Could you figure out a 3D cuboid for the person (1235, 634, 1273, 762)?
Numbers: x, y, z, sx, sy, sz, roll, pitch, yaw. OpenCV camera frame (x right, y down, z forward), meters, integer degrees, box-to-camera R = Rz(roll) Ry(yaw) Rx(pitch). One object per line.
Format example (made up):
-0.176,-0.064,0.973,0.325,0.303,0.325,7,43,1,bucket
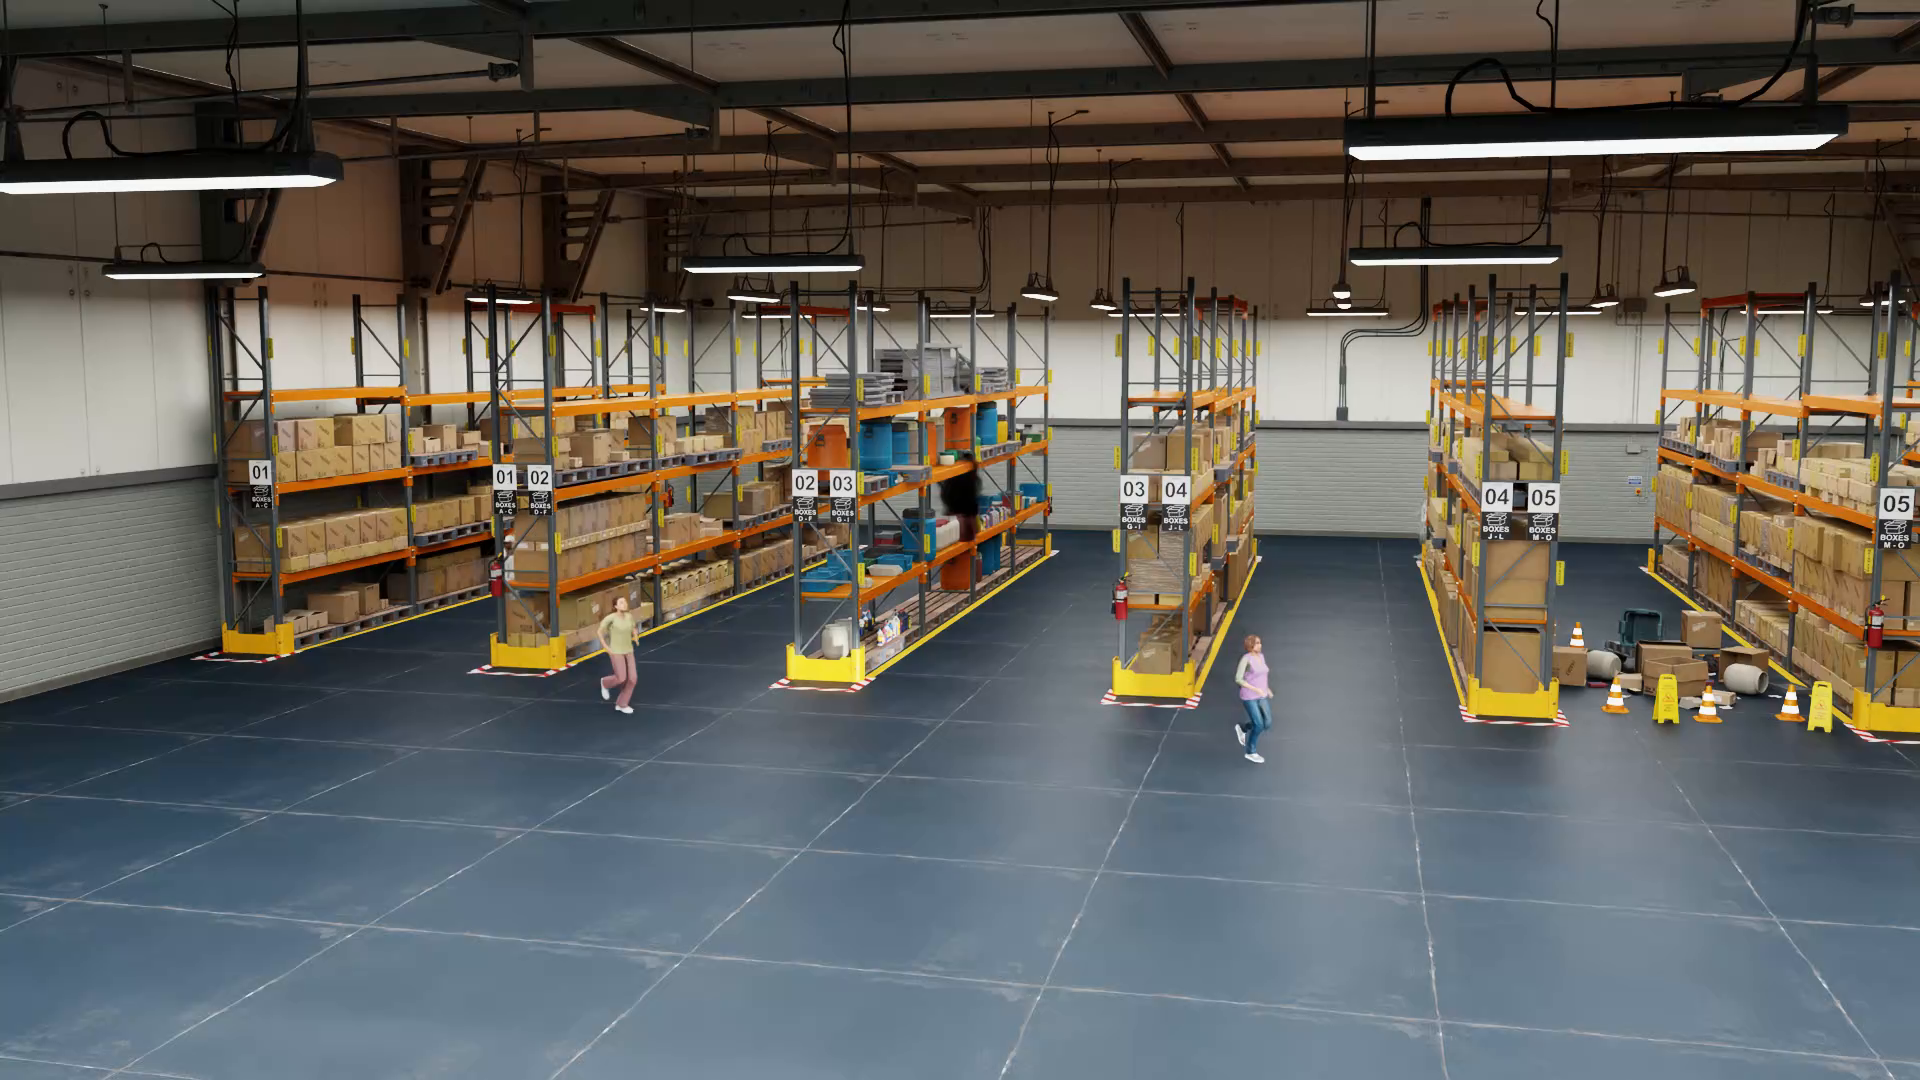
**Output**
3.552,1.920,20.268,0.541,1.560,0.549,-6,9,-43,person

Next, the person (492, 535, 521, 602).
-7.881,0.782,29.235,0.707,1.745,0.877,0,7,-2,person

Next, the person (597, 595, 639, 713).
-4.718,1.567,23.020,0.563,1.626,0.616,6,9,44,person

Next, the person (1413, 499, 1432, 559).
11.187,-0.407,39.570,0.815,1.740,0.680,-1,7,-12,person
